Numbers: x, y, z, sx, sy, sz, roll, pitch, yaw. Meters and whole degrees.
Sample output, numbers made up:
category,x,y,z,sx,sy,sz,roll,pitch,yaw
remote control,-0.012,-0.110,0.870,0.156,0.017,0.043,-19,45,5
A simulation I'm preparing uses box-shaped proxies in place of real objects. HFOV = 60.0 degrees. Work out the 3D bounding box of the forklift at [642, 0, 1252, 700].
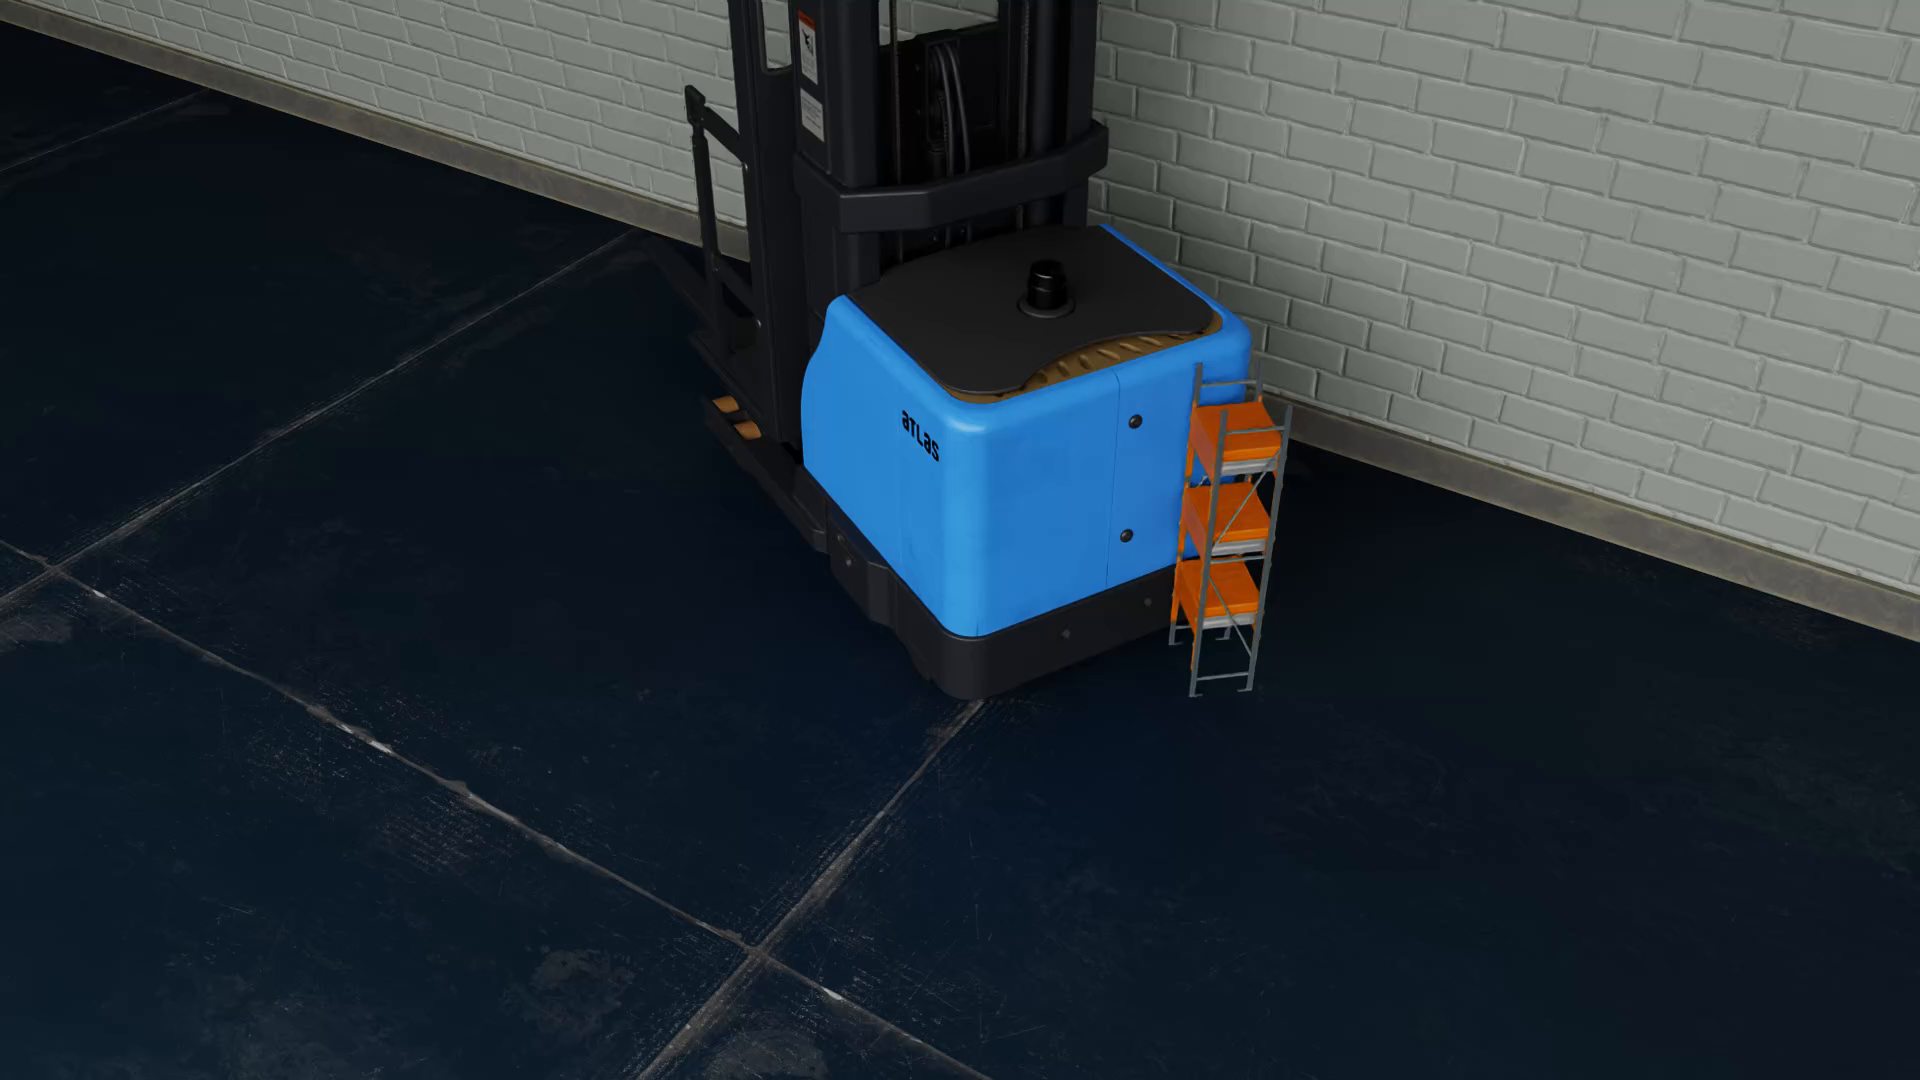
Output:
category,x,y,z,sx,sy,sz,roll,pitch,yaw
forklift,-0.304,-1.558,5.370,1.130,2.935,3.031,-19,42,-23

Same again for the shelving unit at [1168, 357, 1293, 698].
category,x,y,z,sx,sy,sz,roll,pitch,yaw
shelving unit,0.784,-0.015,4.910,0.215,1.050,0.252,-6,38,-7

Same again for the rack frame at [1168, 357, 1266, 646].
category,x,y,z,sx,sy,sz,roll,pitch,yaw
rack frame,0.765,-0.089,5.005,0.200,1.050,0.008,-6,38,-7

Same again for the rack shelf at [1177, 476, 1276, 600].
category,x,y,z,sx,sy,sz,roll,pitch,yaw
rack shelf,0.784,-0.007,4.916,0.215,0.259,0.240,-6,38,-7

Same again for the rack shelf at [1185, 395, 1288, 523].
category,x,y,z,sx,sy,sz,roll,pitch,yaw
rack shelf,0.784,-0.232,4.743,0.215,0.259,0.240,-6,38,-7

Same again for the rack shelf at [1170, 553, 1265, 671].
category,x,y,z,sx,sy,sz,roll,pitch,yaw
rack shelf,0.784,0.213,5.086,0.215,0.259,0.240,-6,38,-7

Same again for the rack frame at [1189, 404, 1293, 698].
category,x,y,z,sx,sy,sz,roll,pitch,yaw
rack frame,0.804,0.058,4.815,0.200,1.050,0.008,-6,38,-7
